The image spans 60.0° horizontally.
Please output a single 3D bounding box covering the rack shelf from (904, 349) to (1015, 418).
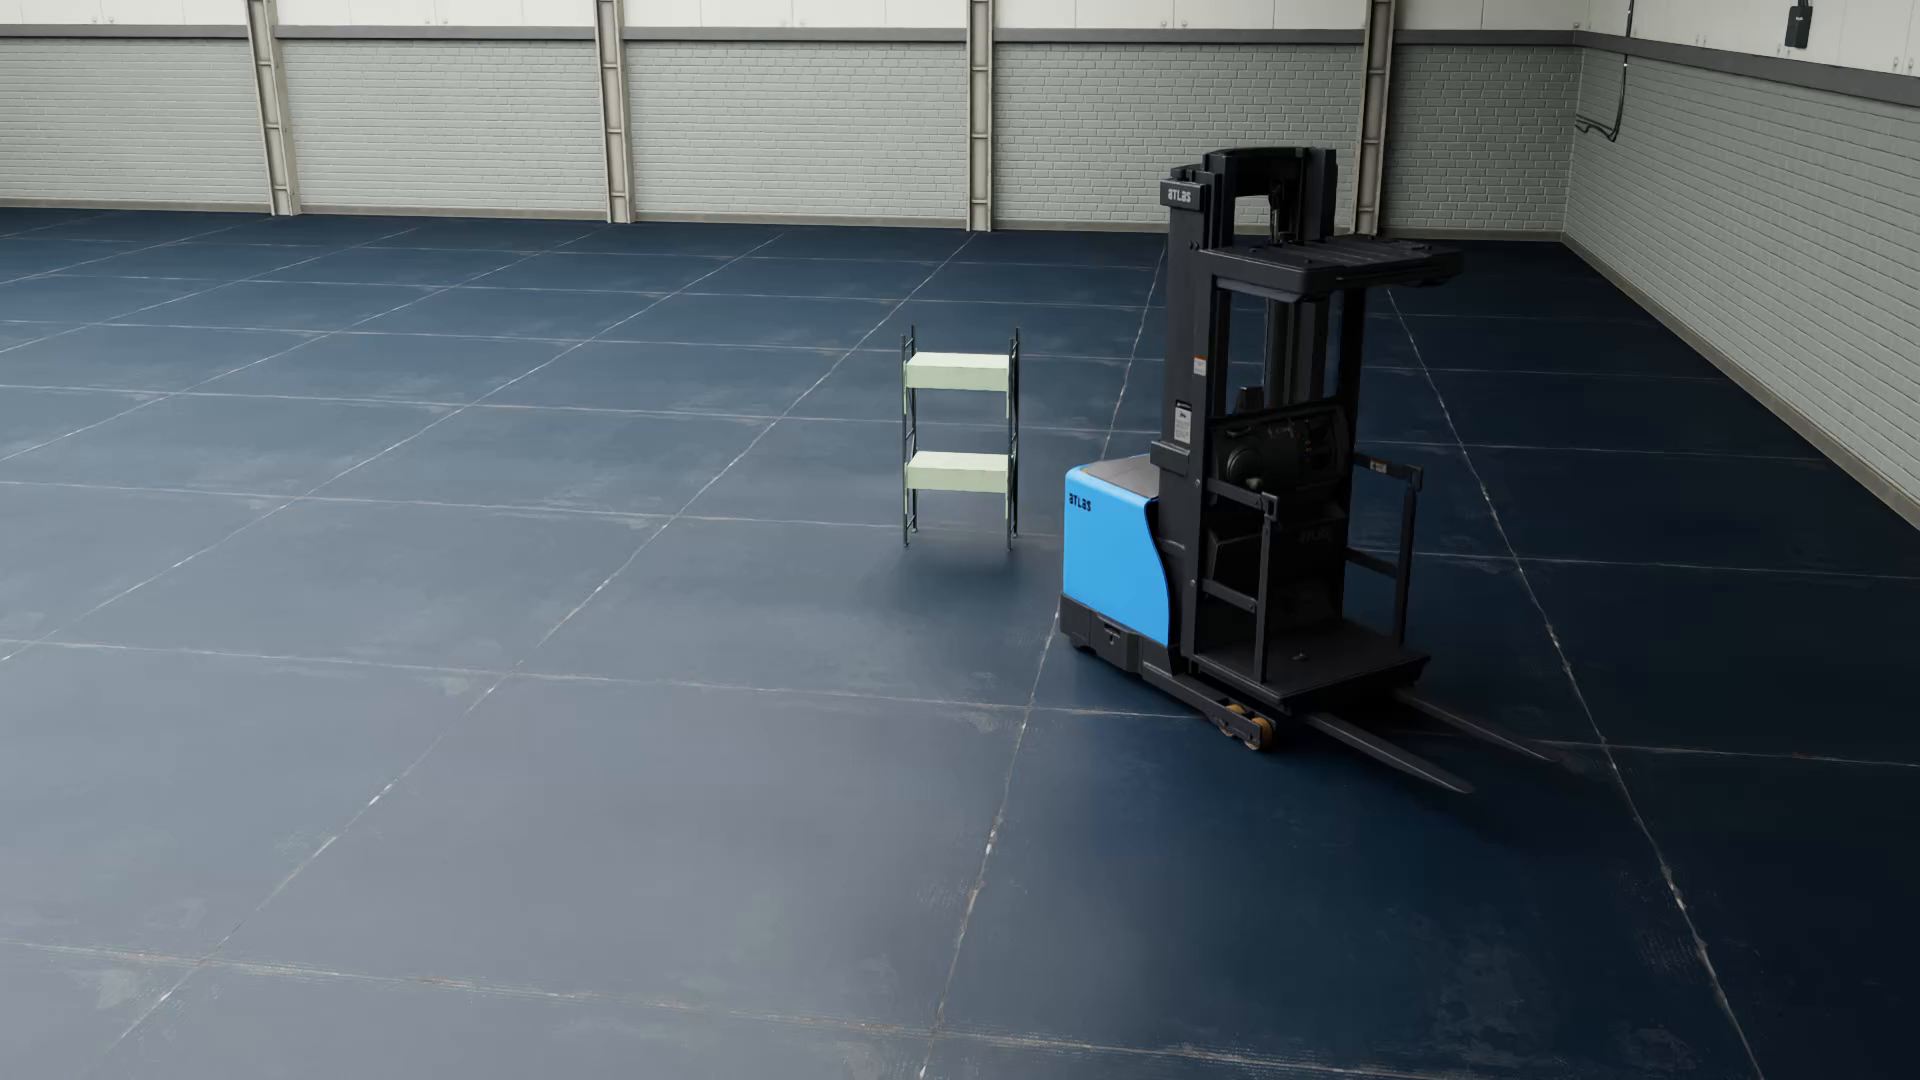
[{"bbox_3d":[0.007,-1.081,11.440,0.720,0.370,0.431,3,19,9],"label":"rack shelf"}]

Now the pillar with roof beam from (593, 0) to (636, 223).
[{"bbox_3d":[-6.285,-8.198,22.121,0.400,9.000,9.100,3,19,9],"label":"pillar with roof beam"}]

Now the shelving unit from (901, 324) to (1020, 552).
[{"bbox_3d":[0.007,-0.711,11.564,0.755,1.500,0.431,3,19,9],"label":"shelving unit"}]

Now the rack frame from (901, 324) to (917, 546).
[{"bbox_3d":[-0.355,-0.729,11.619,0.023,1.500,0.400,3,19,9],"label":"rack frame"}]

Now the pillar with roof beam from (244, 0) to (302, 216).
[{"bbox_3d":[-12.209,-8.499,23.023,0.400,9.000,9.100,3,19,9],"label":"pillar with roof beam"}]

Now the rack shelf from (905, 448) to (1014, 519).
[{"bbox_3d":[0.007,-0.402,11.668,0.720,0.370,0.431,3,19,9],"label":"rack shelf"}]

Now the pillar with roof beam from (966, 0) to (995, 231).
[{"bbox_3d":[-0.361,-7.896,21.218,0.400,9.000,9.100,3,19,9],"label":"pillar with roof beam"}]

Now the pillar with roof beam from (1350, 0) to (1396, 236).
[{"bbox_3d":[5.563,-7.594,20.316,0.400,9.000,9.100,3,19,9],"label":"pillar with roof beam"}]

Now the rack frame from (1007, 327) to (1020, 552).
[{"bbox_3d":[0.368,-0.692,11.509,0.023,1.500,0.400,3,19,9],"label":"rack frame"}]

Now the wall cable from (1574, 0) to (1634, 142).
[{"bbox_3d":[8.945,-6.907,23.158,0.112,2.526,3.097,3,19,9],"label":"wall cable"}]

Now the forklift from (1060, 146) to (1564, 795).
[{"bbox_3d":[1.807,-0.477,8.610,1.130,2.935,3.031,-11,22,-30],"label":"forklift"}]

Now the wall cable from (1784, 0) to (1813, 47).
[{"bbox_3d":[7.423,-7.019,13.239,0.169,6.003,2.305,3,19,9],"label":"wall cable"}]
